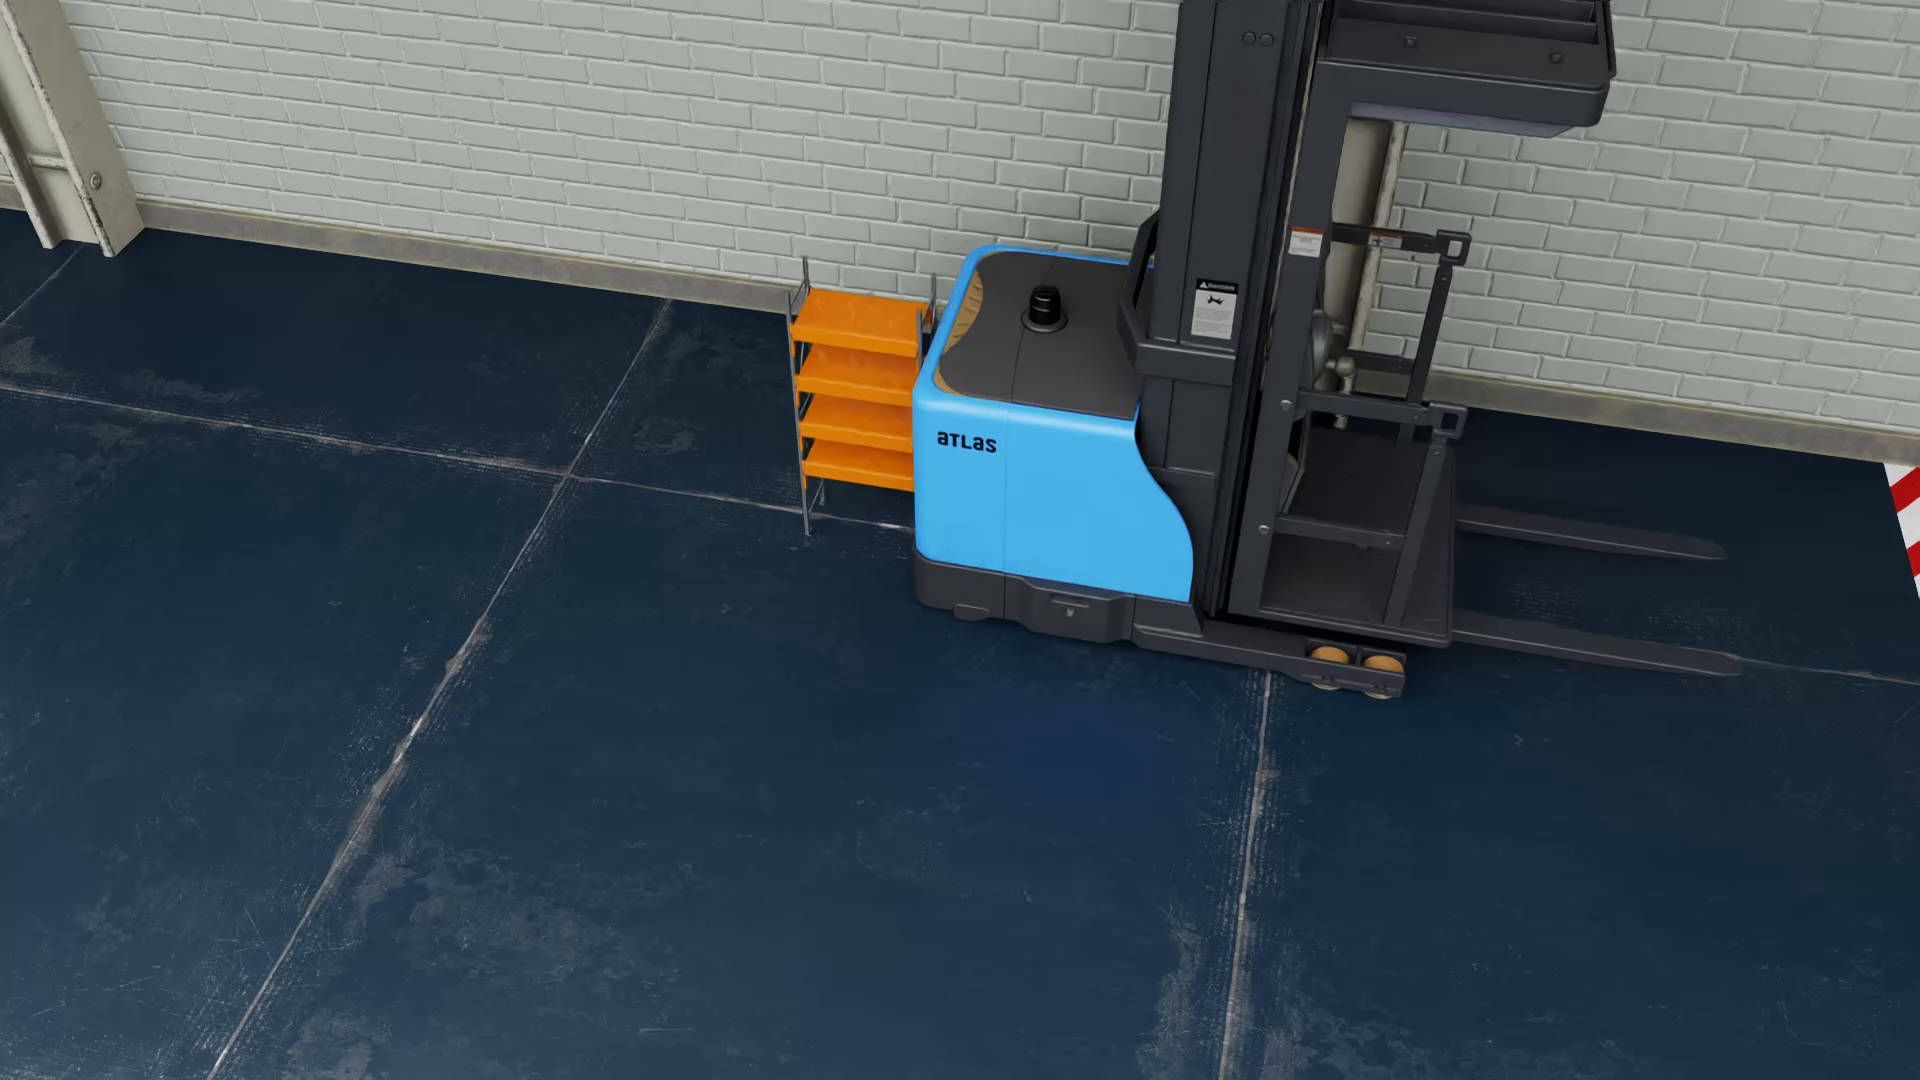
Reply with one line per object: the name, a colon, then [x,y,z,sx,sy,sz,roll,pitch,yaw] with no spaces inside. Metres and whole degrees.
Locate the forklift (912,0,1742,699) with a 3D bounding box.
forklift: [1.391,-0.878,5.548,3.031,2.935,1.130,9,45,9]

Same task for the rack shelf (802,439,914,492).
rack shelf: [-0.356,-0.301,6.581,0.480,0.148,0.258,9,45,9]

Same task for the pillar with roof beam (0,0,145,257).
pillar with roof beam: [-5.273,-1.858,2.191,0.400,9.000,9.100,9,45,9]

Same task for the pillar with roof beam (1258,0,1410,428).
pillar with roof beam: [0.582,-0.949,1.247,0.400,9.000,9.100,9,45,9]

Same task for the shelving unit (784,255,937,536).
shelving unit: [-0.356,-0.492,6.396,0.503,1.200,0.258,9,45,9]

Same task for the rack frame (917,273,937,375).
rack frame: [-0.119,-0.454,6.356,0.015,1.200,0.240,9,45,9]

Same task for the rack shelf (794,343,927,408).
rack shelf: [-0.356,-0.605,6.288,0.480,0.148,0.258,9,45,9]

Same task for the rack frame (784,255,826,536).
rack frame: [-0.594,-0.531,6.436,0.015,1.200,0.240,9,45,9]

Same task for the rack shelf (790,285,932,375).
rack shelf: [-0.356,-0.775,6.124,0.480,0.148,0.258,9,45,9]

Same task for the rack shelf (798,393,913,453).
rack shelf: [-0.356,-0.444,6.443,0.480,0.148,0.258,9,45,9]
